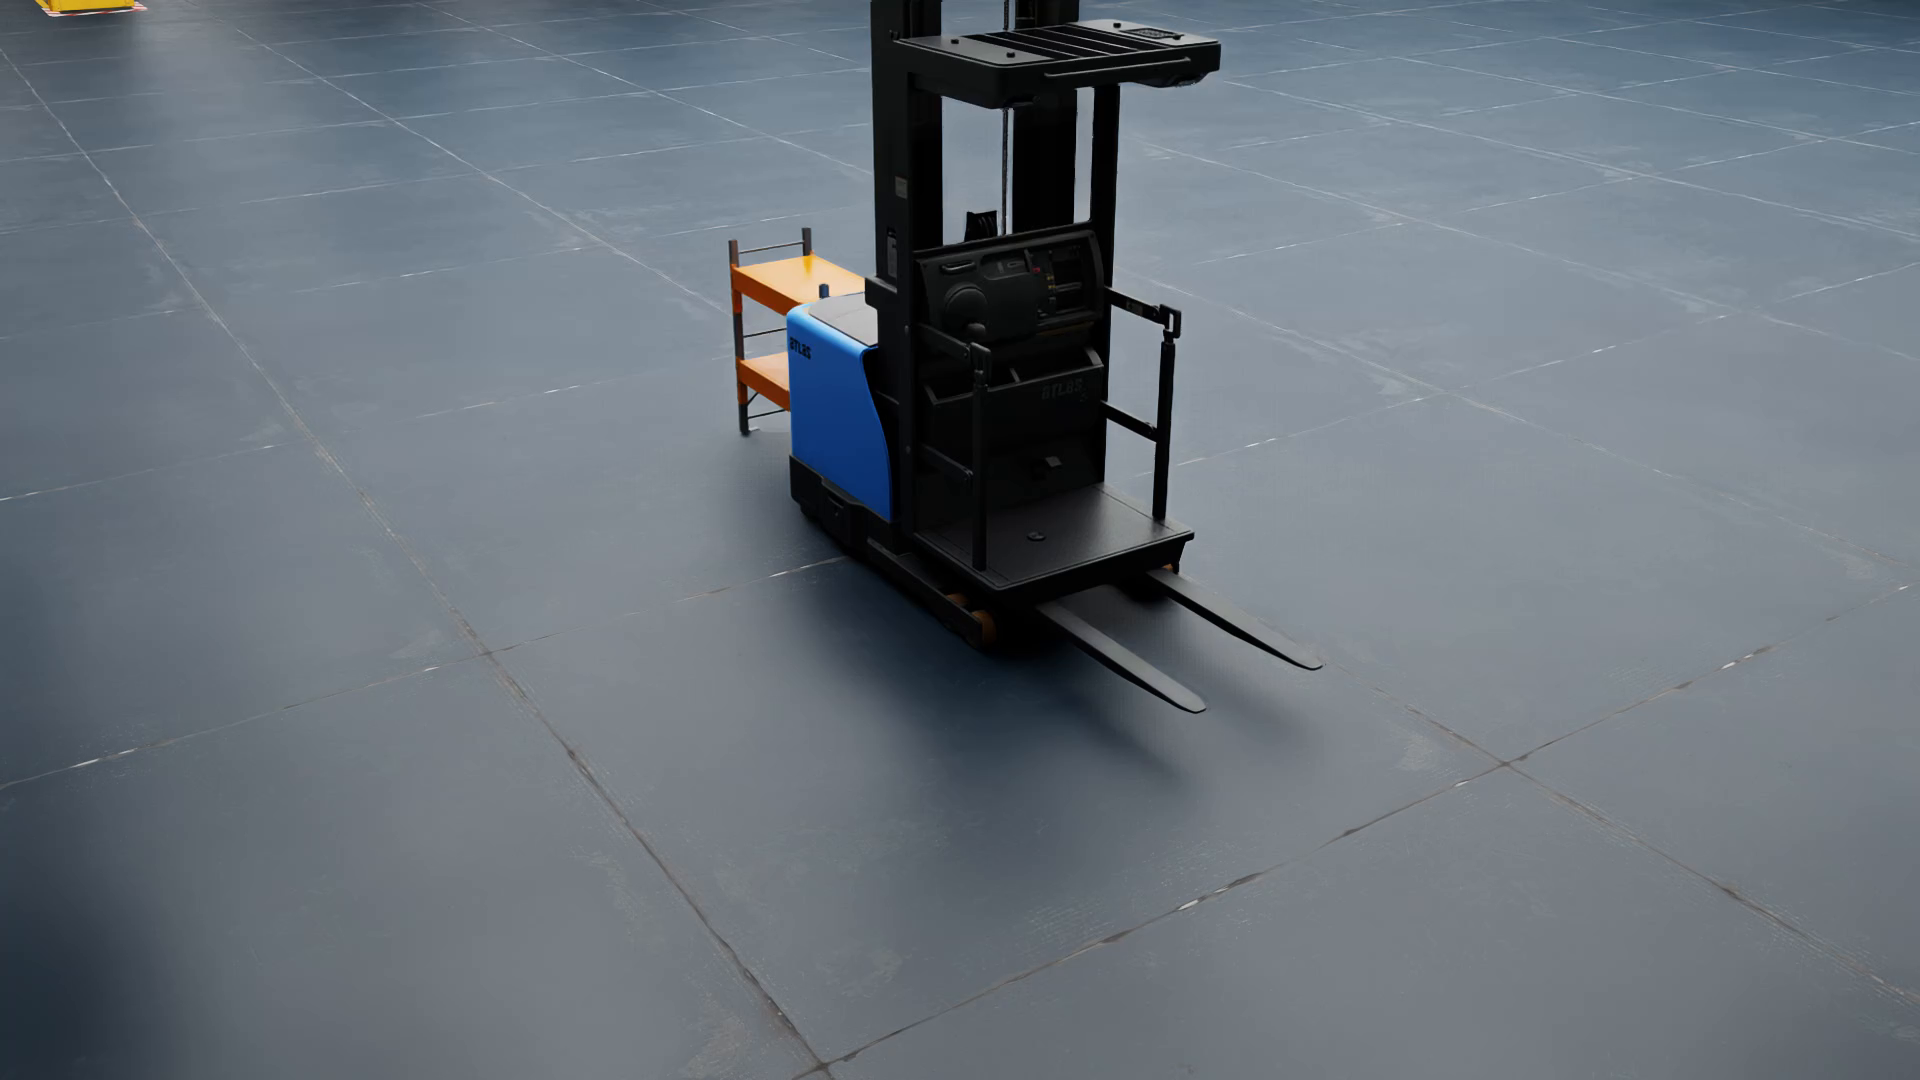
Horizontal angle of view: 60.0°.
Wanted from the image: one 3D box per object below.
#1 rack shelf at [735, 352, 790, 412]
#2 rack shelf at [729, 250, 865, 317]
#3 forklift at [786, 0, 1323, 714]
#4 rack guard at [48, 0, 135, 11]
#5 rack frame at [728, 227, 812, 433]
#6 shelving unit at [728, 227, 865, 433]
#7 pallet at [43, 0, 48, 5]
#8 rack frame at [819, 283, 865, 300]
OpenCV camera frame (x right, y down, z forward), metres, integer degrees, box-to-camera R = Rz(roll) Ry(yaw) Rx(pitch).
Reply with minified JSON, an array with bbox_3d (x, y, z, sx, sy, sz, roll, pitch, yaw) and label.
[{"bbox_3d":[-0.772,-0.786,9.170,0.538,0.278,1.000,-16,29,-30],"label":"rack shelf"},{"bbox_3d":[-0.772,-1.272,8.941,0.538,0.278,1.000,-16,29,-30],"label":"rack shelf"},{"bbox_3d":[0.352,-1.085,7.114,1.130,2.935,3.031,-15,29,-29],"label":"forklift"},{"bbox_3d":[-13.384,-8.443,25.550,1.175,0.500,0.348,-16,29,-30],"label":"rack guard"},{"bbox_3d":[-1.052,-1.188,9.450,0.500,1.125,0.032,-16,29,-30],"label":"rack frame"},{"bbox_3d":[-0.772,-1.007,9.066,0.538,1.125,1.048,-16,29,-30],"label":"shelving unit"},{"bbox_3d":[-13.850,-8.585,26.188,1.003,0.211,1.213,-16,29,-30],"label":"pallet"},{"bbox_3d":[-0.492,-0.826,8.682,0.500,1.125,0.032,-16,29,-30],"label":"rack frame"}]
